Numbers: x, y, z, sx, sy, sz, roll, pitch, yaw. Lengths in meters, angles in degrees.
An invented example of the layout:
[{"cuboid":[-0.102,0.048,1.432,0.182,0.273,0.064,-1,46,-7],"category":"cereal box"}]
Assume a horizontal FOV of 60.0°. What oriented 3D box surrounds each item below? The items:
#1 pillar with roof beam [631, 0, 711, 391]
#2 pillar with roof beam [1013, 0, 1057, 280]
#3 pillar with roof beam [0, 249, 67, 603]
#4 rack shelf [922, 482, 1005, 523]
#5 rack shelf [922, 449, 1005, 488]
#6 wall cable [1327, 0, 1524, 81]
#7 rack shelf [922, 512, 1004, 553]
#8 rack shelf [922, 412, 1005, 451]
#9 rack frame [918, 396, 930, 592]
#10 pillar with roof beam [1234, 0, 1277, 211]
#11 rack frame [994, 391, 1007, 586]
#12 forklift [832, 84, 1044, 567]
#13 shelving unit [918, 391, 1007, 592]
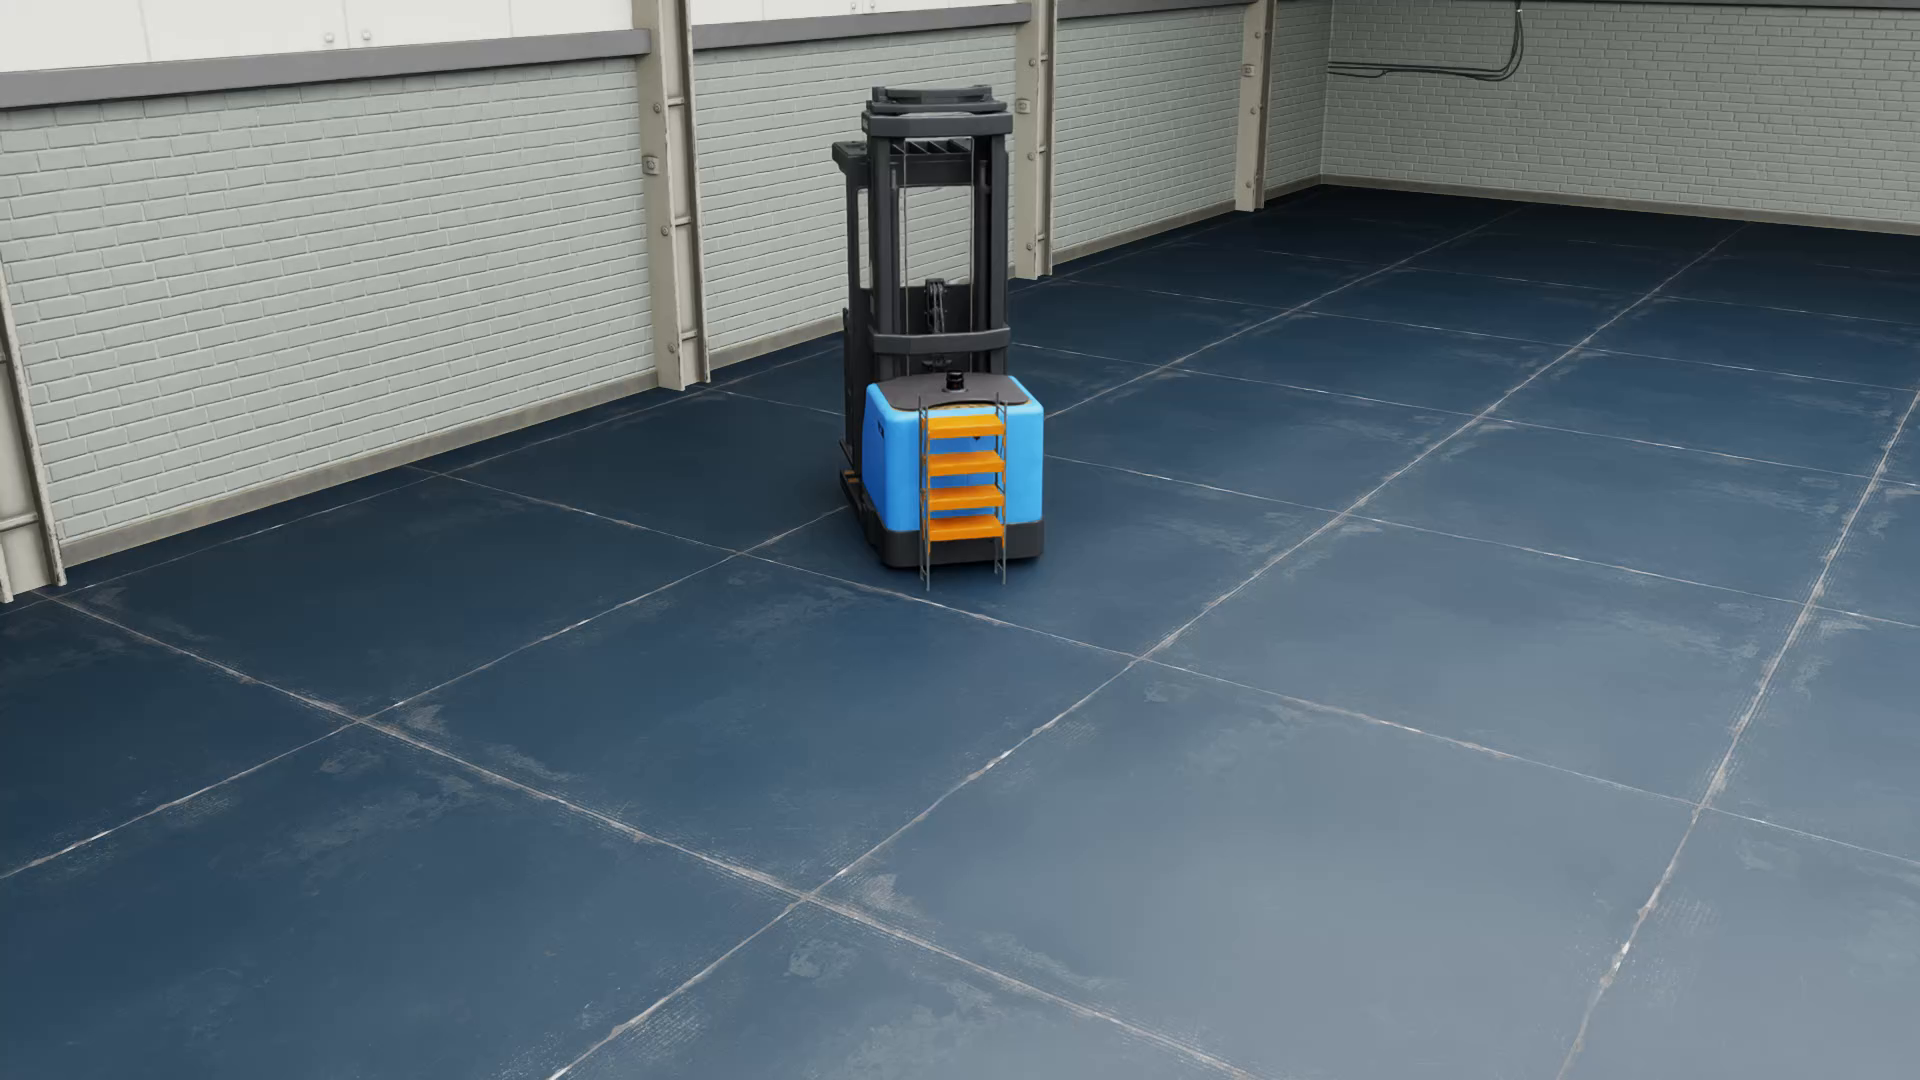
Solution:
[{"cuboid":[1.050,-4.801,11.272,9.100,9.000,0.400,13,24,32],"category":"pillar with roof beam"},{"cuboid":[4.422,-6.522,15.926,9.100,9.000,0.400,13,24,32],"category":"pillar with roof beam"},{"cuboid":[-2.323,-3.079,6.618,9.100,9.000,0.400,13,24,32],"category":"pillar with roof beam"},{"cuboid":[0.016,-0.235,10.364,0.480,0.148,0.258,-4,21,-11],"category":"rack shelf"},{"cuboid":[0.016,-0.444,10.286,0.480,0.148,0.258,-4,21,-11],"category":"rack shelf"},{"cuboid":[6.985,-8.214,24.976,3.097,2.526,0.112,13,24,32],"category":"wall cable"},{"cuboid":[0.016,-0.048,10.433,0.480,0.148,0.258,-4,21,-11],"category":"rack shelf"},{"cuboid":[0.016,-0.666,10.204,0.480,0.148,0.258,-4,21,-11],"category":"rack shelf"},{"cuboid":[-0.223,-0.280,10.292,0.015,1.200,0.240,-4,21,-11],"category":"rack frame"},{"cuboid":[7.795,-8.244,20.580,9.100,9.000,0.400,13,24,32],"category":"pillar with roof beam"},{"cuboid":[0.254,-0.316,10.389,0.015,1.200,0.240,-4,21,-11],"category":"rack frame"},{"cuboid":[-0.268,-1.679,11.578,1.130,2.935,3.031,-4,21,-11],"category":"forklift"},{"cuboid":[0.016,-0.298,10.340,0.503,1.200,0.258,-4,21,-11],"category":"shelving unit"}]
